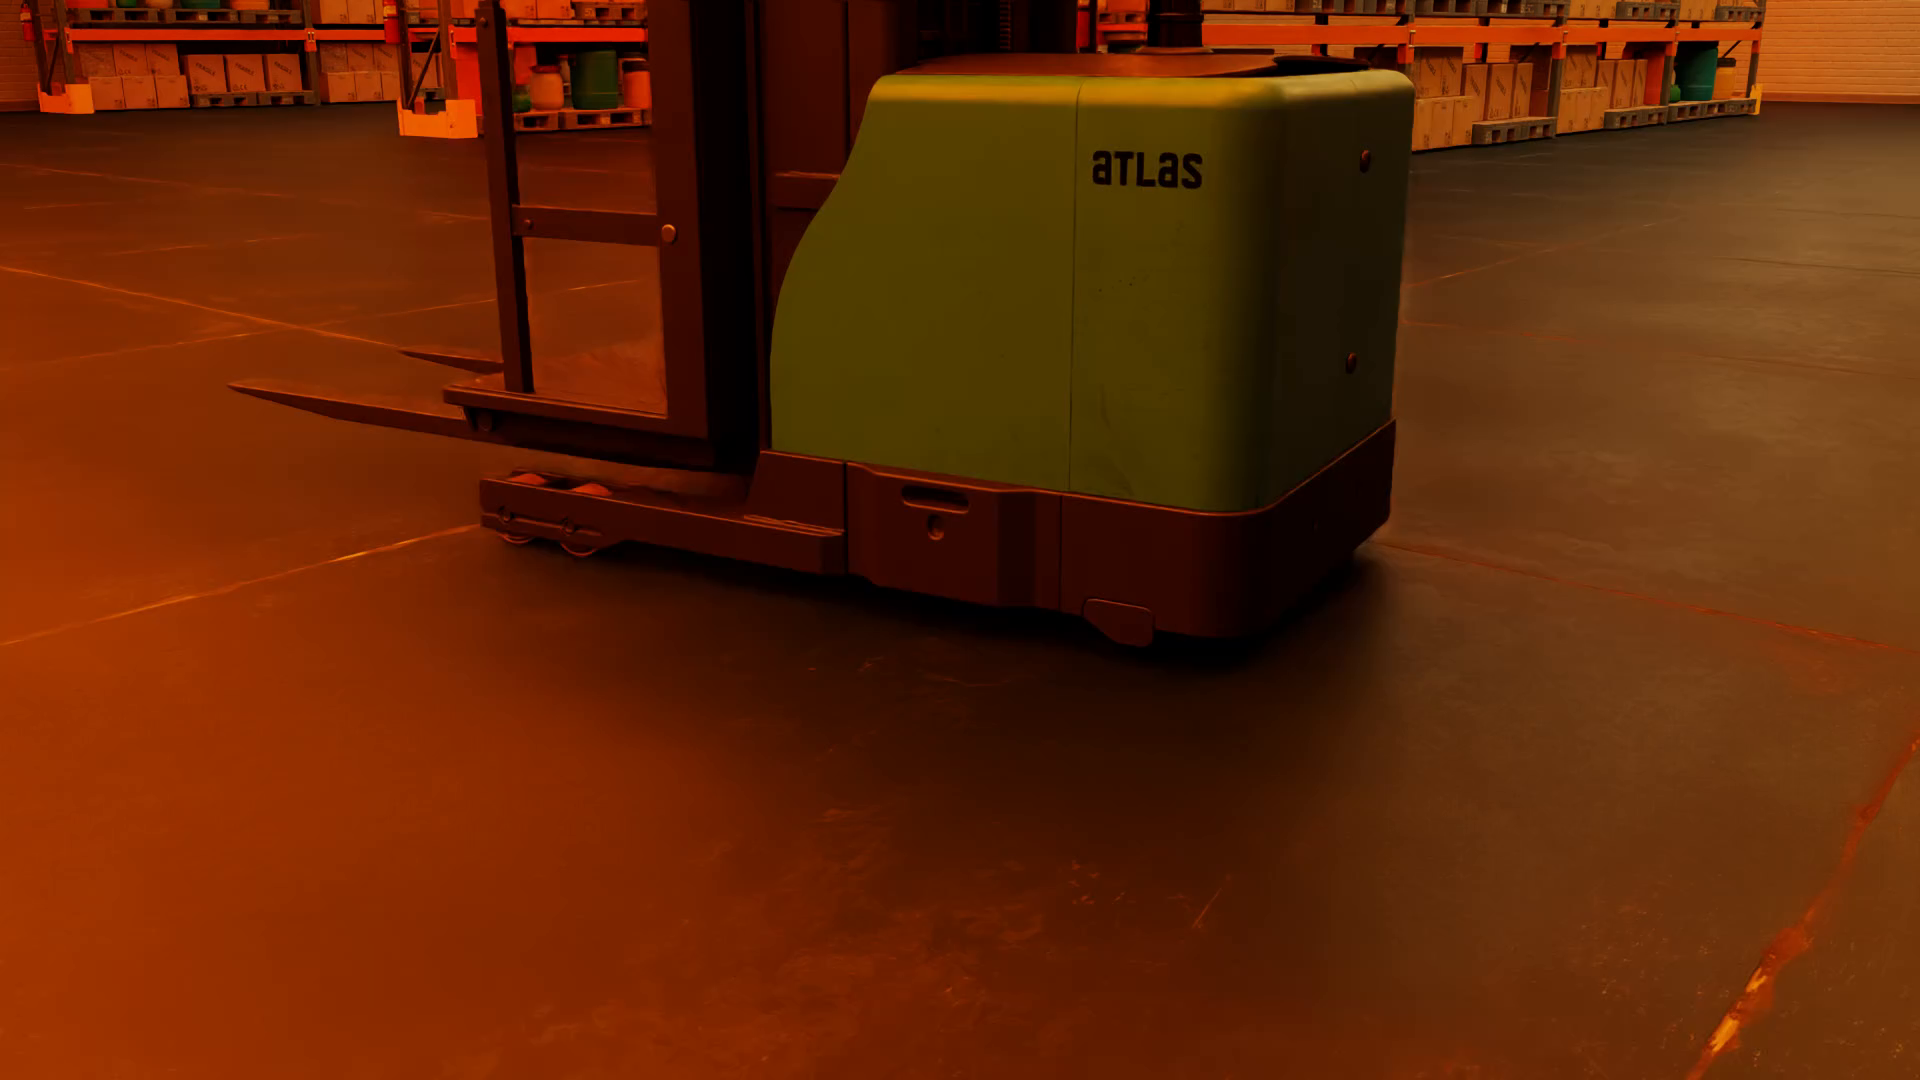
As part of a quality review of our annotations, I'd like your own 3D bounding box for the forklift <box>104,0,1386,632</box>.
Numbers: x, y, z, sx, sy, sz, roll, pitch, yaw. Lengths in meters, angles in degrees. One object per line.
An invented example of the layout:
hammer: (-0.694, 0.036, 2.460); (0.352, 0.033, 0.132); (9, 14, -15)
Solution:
forklift: (-0.594, -1.450, 3.673); (3.031, 2.935, 1.130); (5, 18, 16)
